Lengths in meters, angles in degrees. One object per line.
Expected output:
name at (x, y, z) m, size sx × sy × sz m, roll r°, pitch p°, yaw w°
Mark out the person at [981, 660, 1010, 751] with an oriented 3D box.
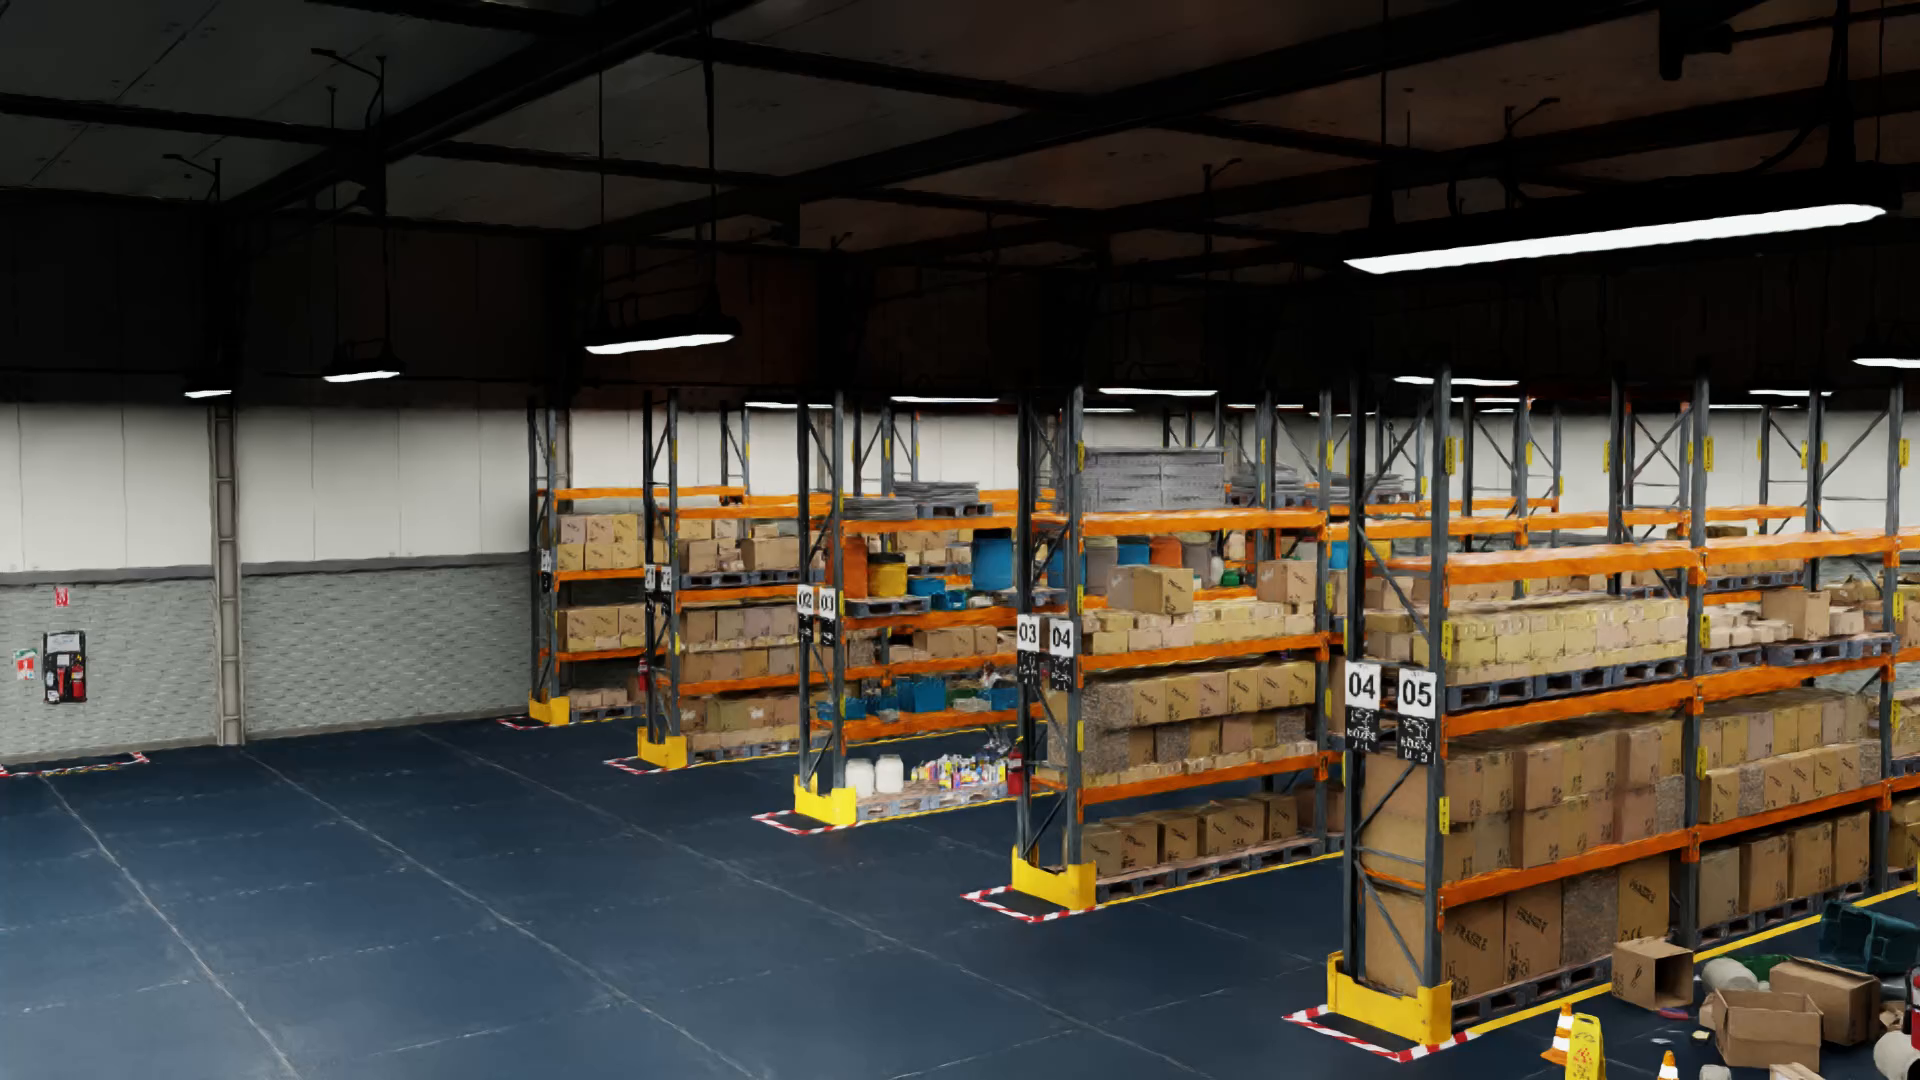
person at (0.582, 2.763, 27.826) m, size 0.519 × 1.528 × 0.566 m, roll -3°, pitch 4°, yaw -39°
